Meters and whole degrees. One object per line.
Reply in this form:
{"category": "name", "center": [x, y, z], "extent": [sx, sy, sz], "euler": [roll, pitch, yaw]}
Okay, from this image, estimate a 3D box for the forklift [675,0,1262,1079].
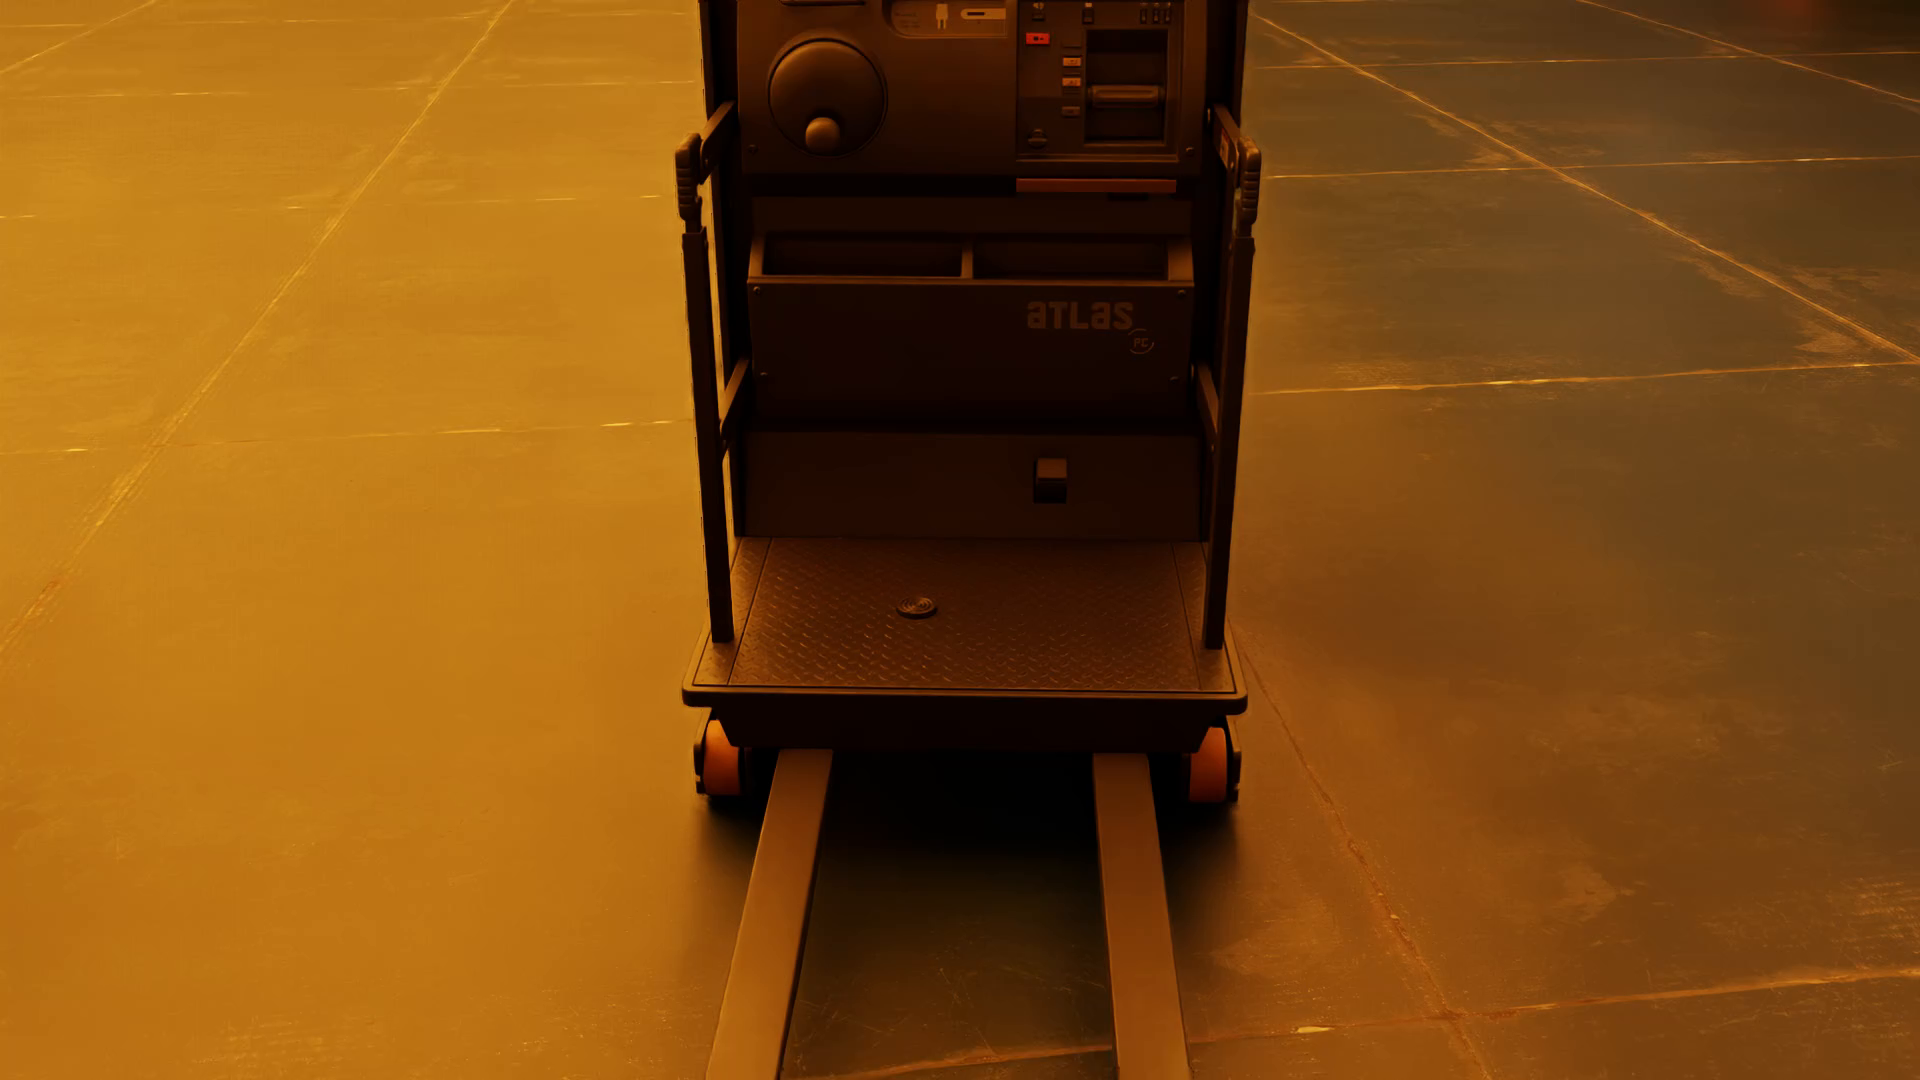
{"category": "forklift", "center": [0.019, -0.909, 3.117], "extent": [1.130, 2.935, 3.031], "euler": [1, 26, 1]}
